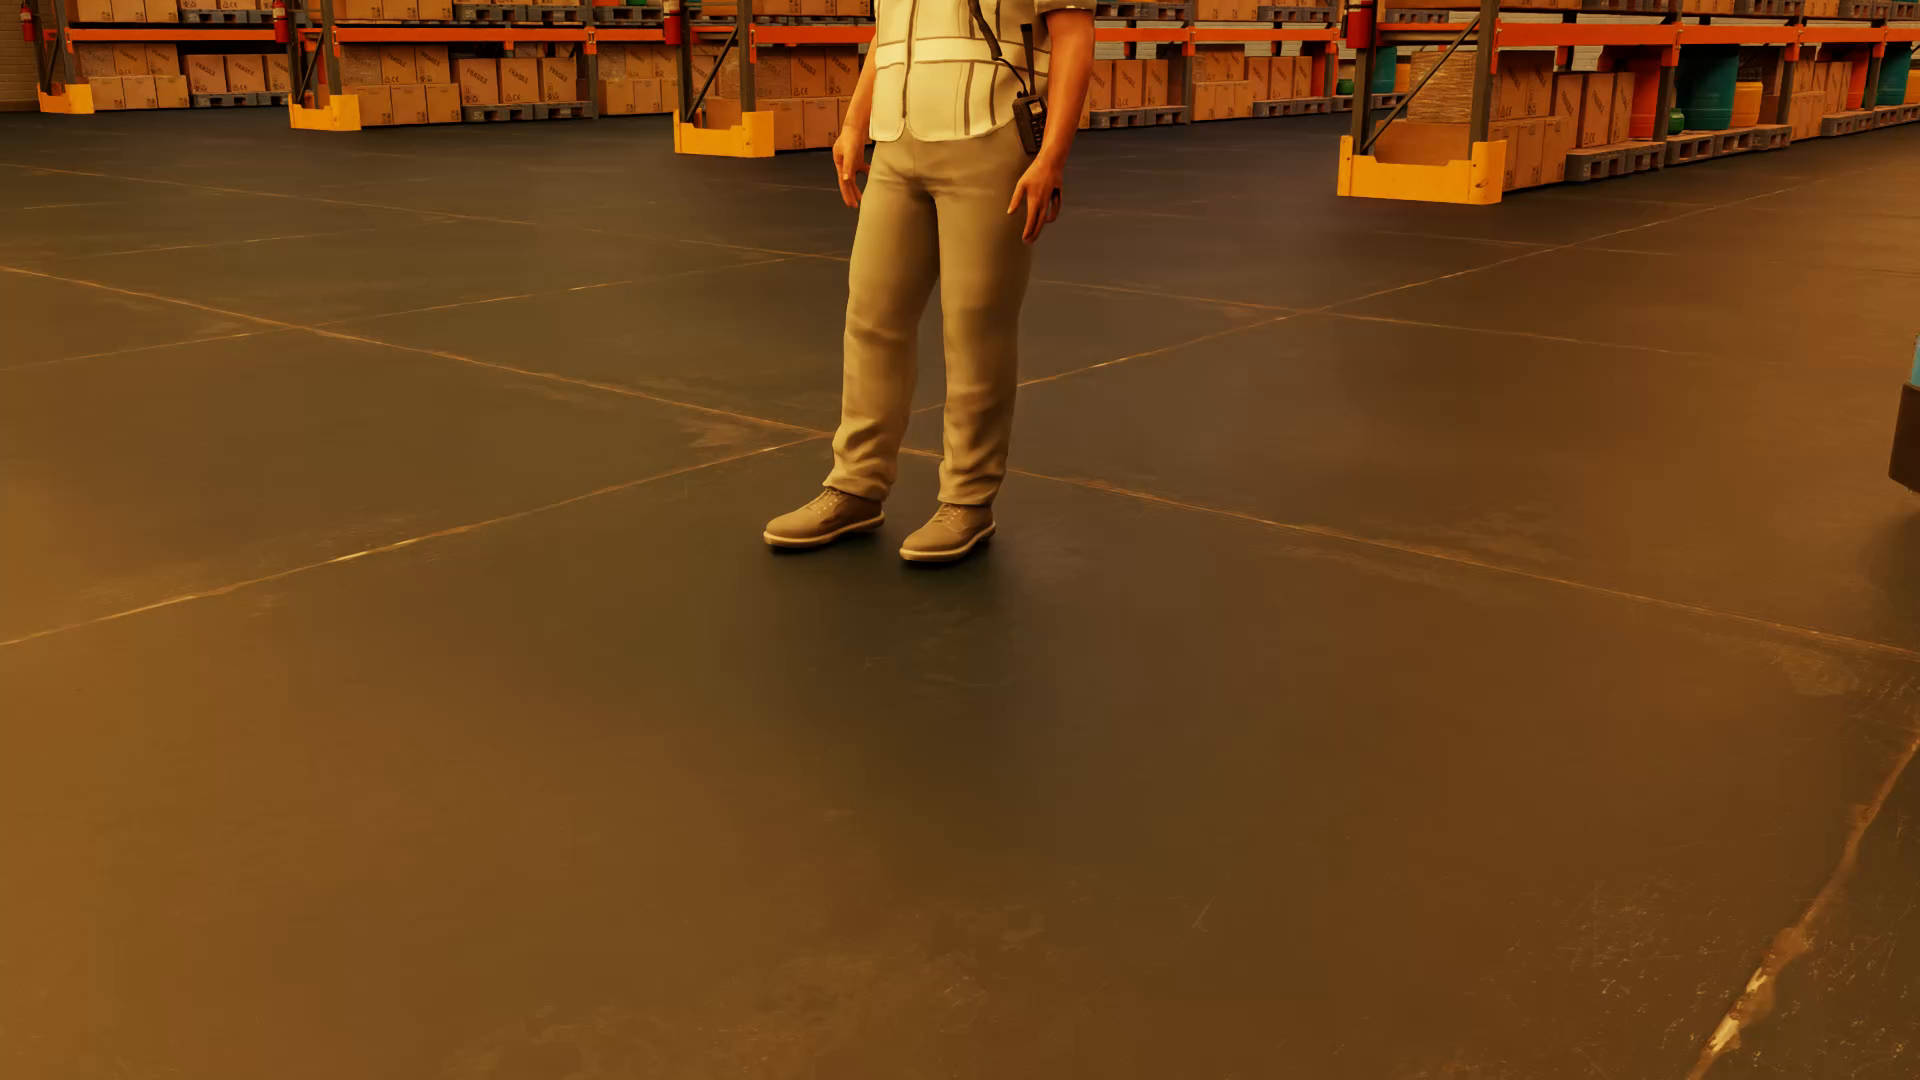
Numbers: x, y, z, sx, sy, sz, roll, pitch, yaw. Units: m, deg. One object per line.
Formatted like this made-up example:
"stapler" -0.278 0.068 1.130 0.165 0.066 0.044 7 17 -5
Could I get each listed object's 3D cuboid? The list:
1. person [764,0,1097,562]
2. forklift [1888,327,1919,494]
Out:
"person" -0.059 -0.845 3.630 0.641 1.780 0.574 13 21 37
"forklift" 3.831 -1.332 3.283 3.031 2.935 1.130 1 17 4
